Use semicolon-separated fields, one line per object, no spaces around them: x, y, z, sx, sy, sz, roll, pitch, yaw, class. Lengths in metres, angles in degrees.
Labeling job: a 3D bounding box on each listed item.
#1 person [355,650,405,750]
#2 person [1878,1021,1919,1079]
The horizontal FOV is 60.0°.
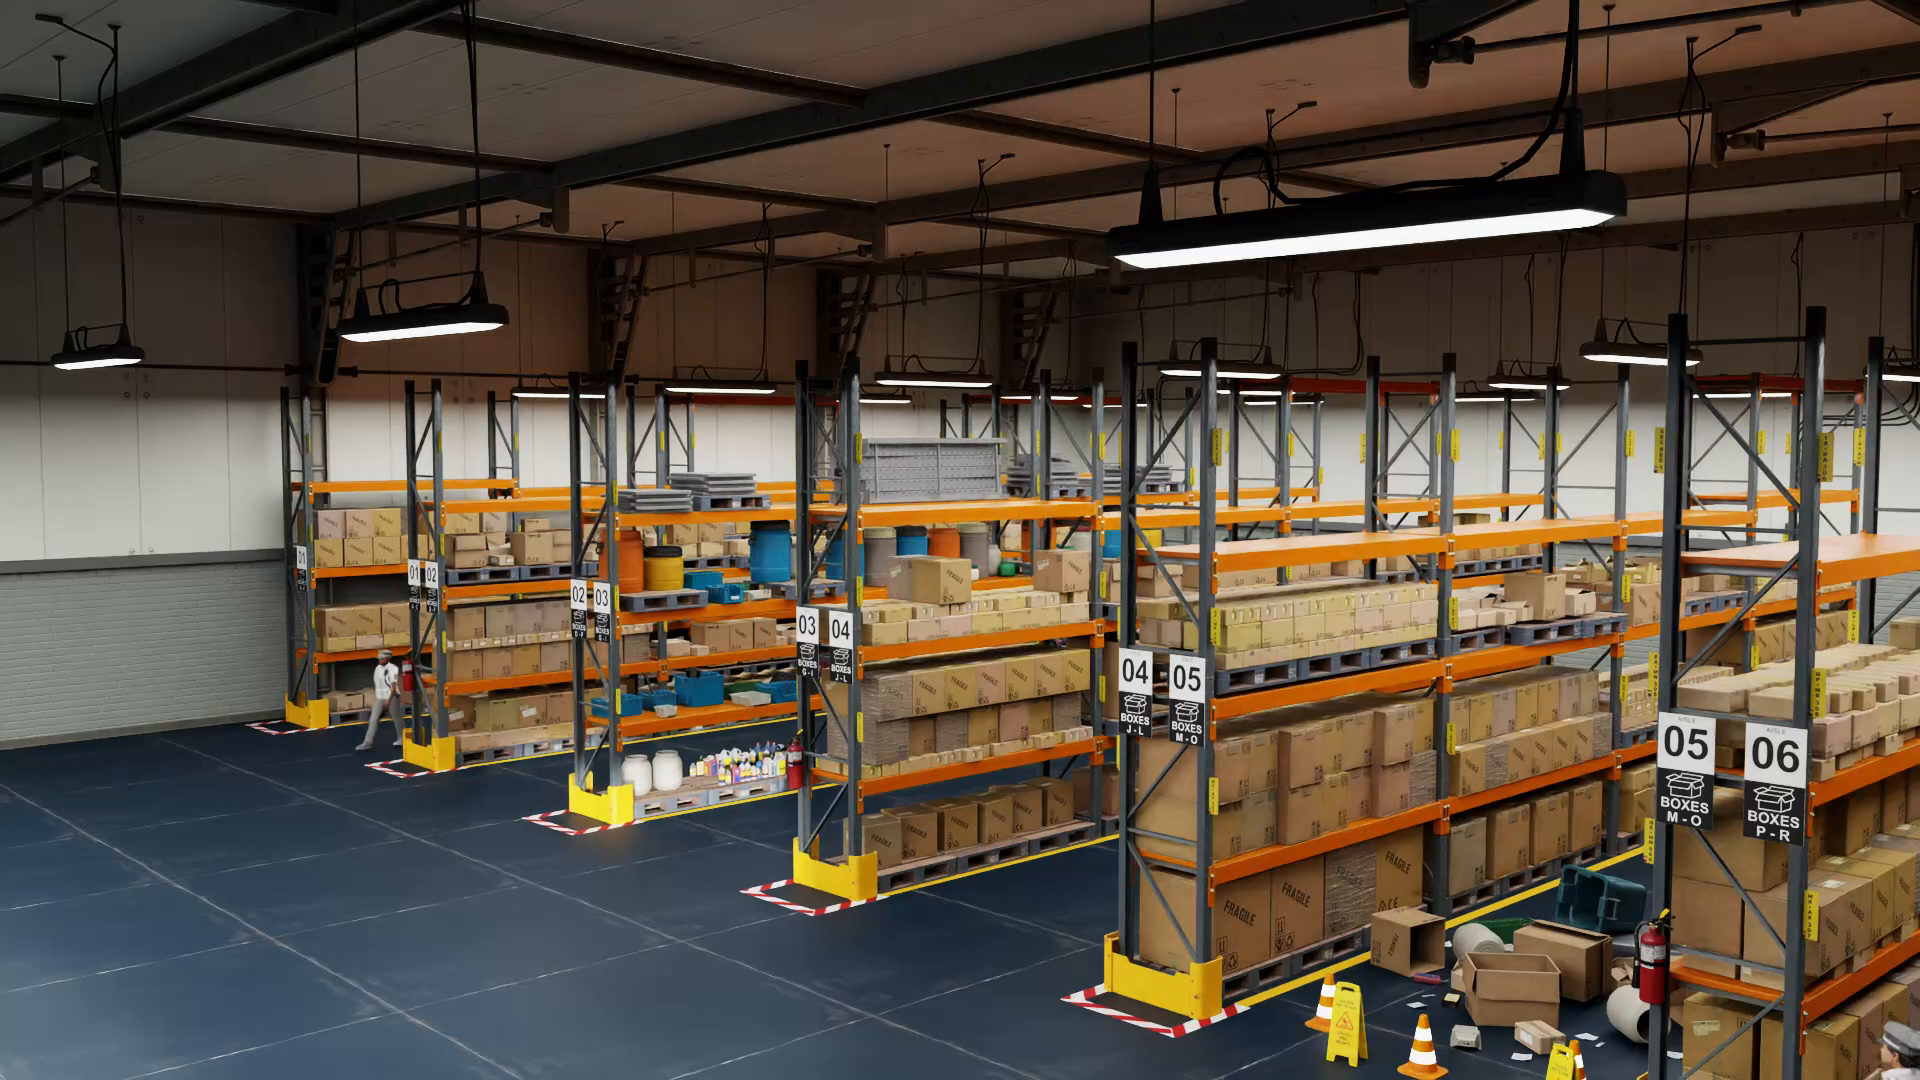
-9.422;2.594;27.158;0.490;1.622;0.974;1;4;13;person
5.585;3.687;9.787;0.674;1.662;0.485;3;5;42;person
